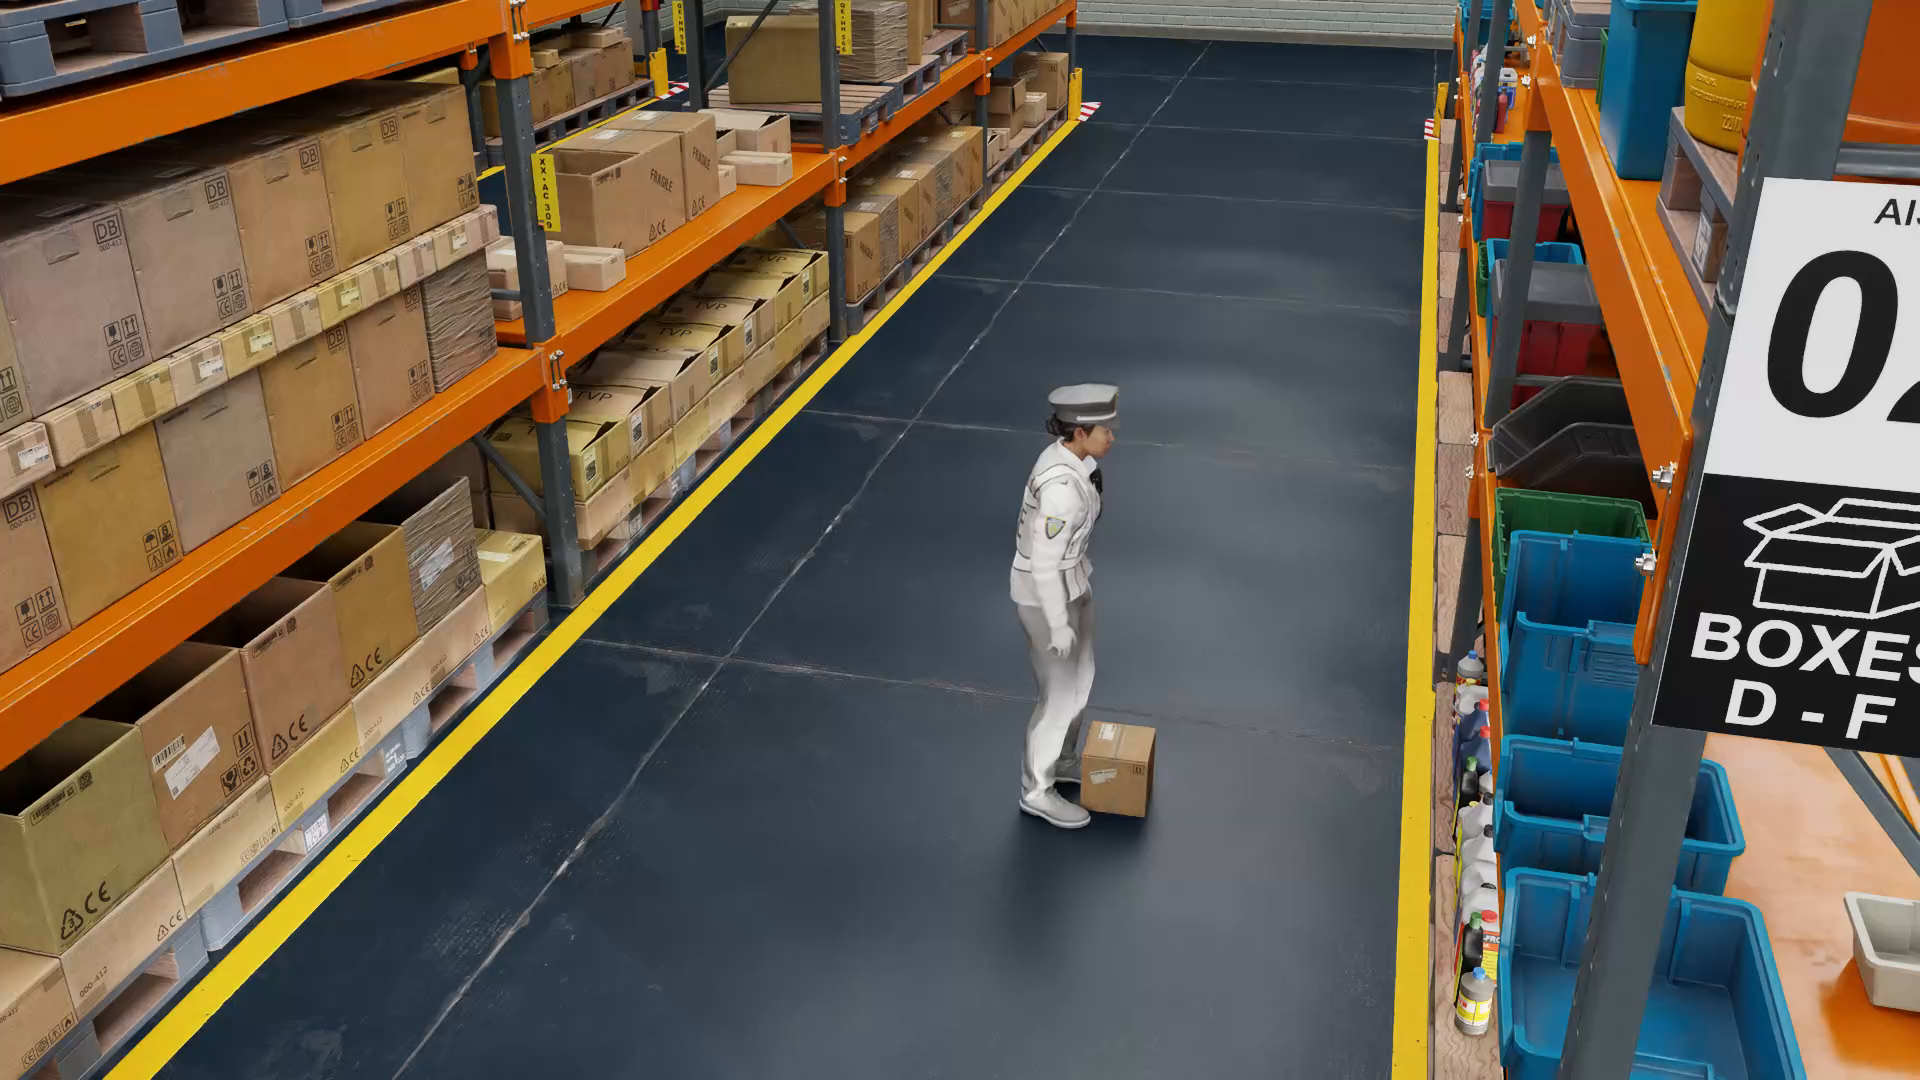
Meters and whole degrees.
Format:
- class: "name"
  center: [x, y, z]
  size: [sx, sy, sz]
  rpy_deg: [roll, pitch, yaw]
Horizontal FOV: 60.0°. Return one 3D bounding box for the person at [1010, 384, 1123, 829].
- class: "person"
  center: [0.394, 0.220, 6.143]
  size: [0.405, 1.663, 0.538]
  rpy_deg: [6, 26, 12]
